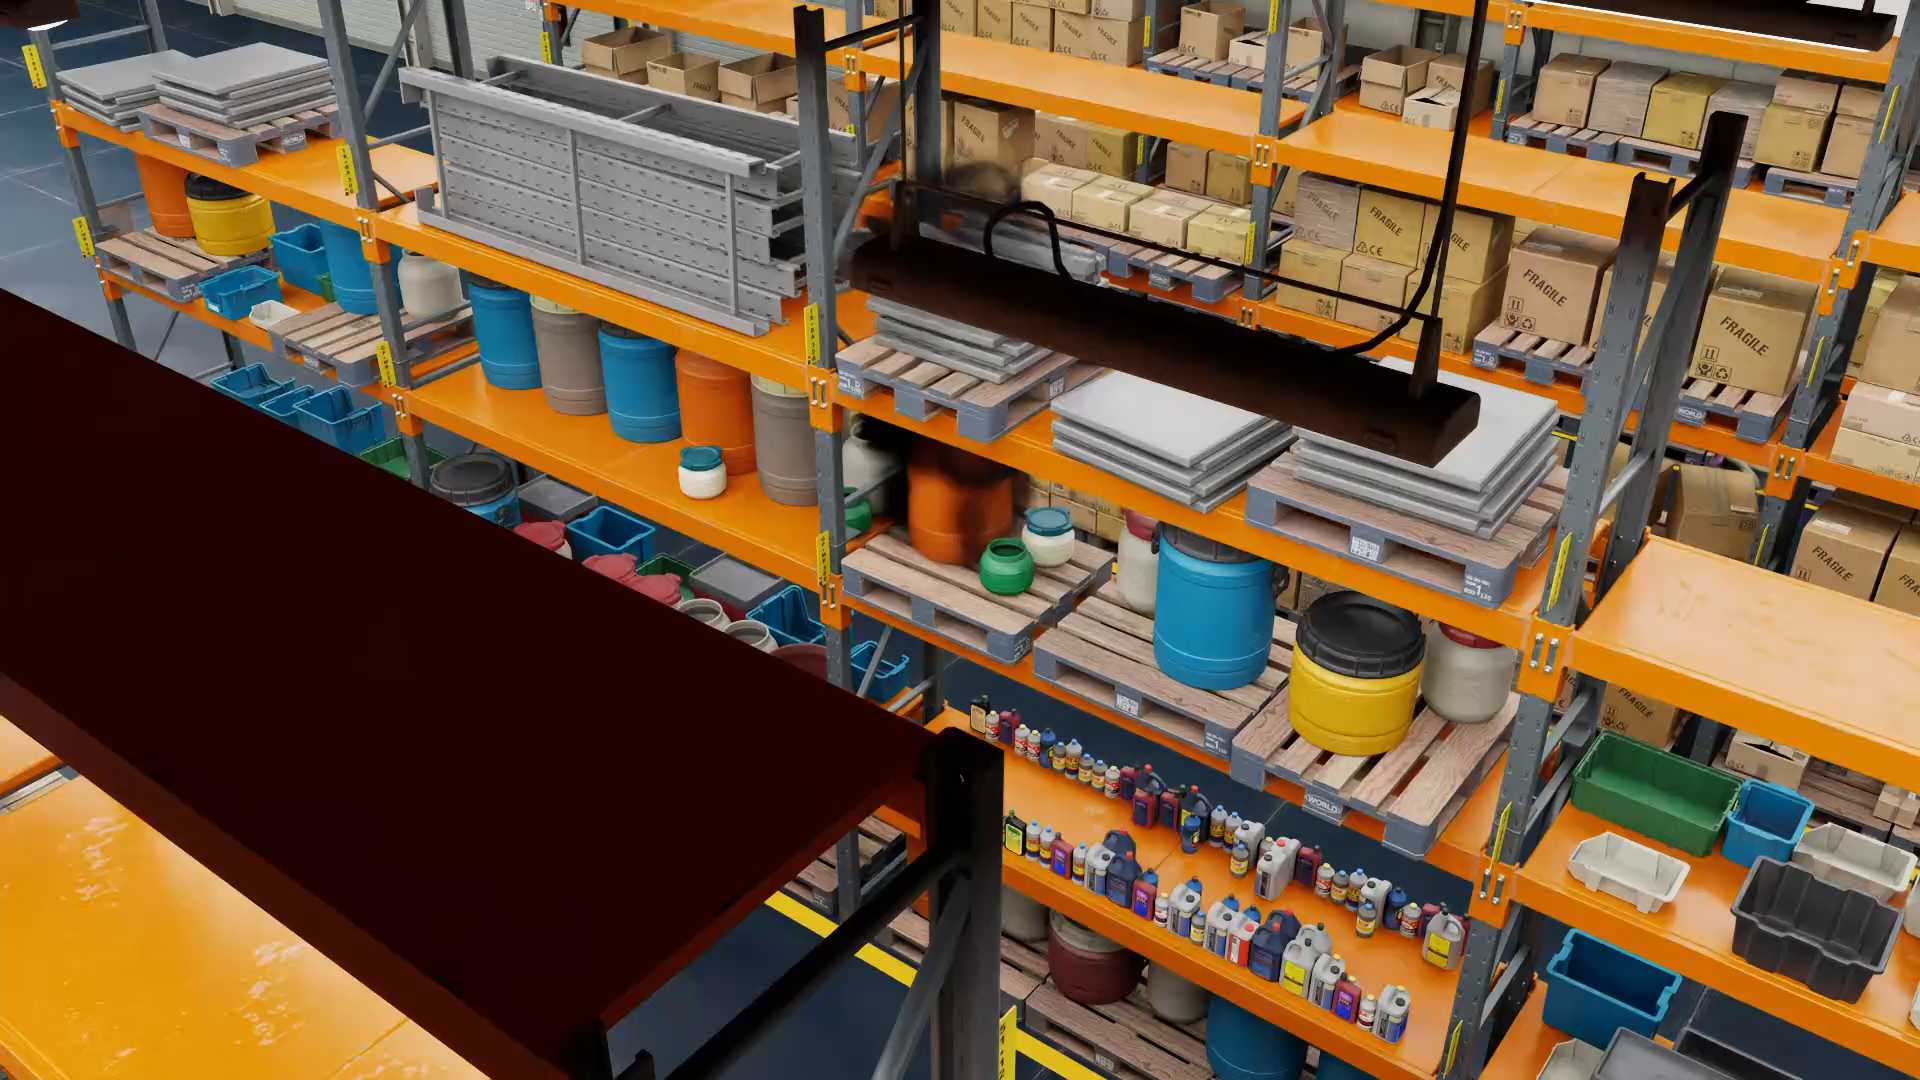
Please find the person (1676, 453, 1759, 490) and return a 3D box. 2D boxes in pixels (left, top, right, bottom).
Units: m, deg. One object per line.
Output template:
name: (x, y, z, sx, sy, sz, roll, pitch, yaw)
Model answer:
person: (6.573, -0.292, 14.284, 0.901, 1.546, 0.523, 12, 33, 18)
